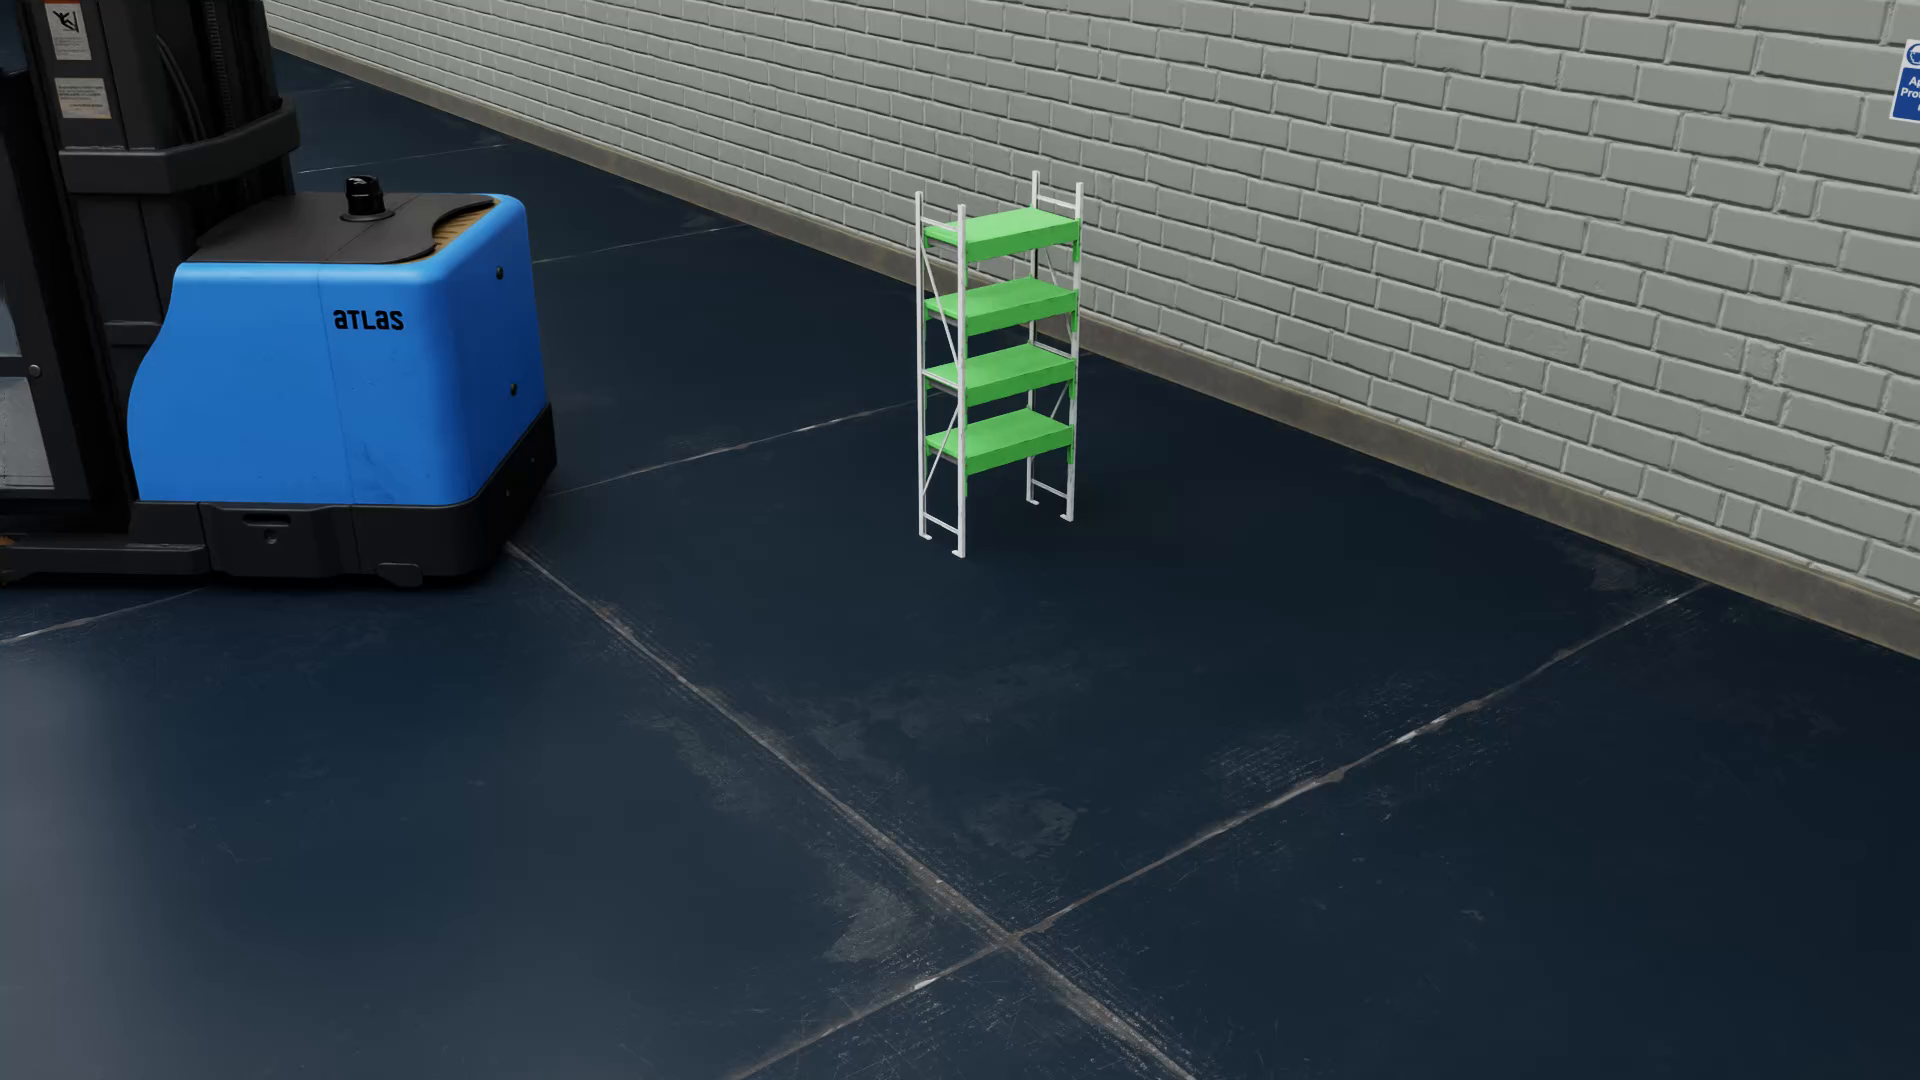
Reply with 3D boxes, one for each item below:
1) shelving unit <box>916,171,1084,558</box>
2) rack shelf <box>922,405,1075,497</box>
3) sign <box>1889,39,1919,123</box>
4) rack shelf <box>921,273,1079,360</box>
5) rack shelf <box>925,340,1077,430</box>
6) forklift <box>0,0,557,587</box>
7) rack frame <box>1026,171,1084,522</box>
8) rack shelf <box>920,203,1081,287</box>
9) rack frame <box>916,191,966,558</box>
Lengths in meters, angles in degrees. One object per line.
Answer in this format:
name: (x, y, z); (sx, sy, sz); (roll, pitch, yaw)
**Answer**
shelving unit: (0.130, -0.587, 5.590); (0.503, 1.200, 0.258); (-18, 31, -34)
rack shelf: (0.130, -0.312, 5.718); (0.480, 0.148, 0.258); (-18, 31, -34)
sign: (2.712, -1.228, 4.513); (0.001, 0.218, 0.327); (-18, 31, -34)
rack shelf: (0.130, -0.747, 5.516); (0.480, 0.148, 0.258); (-18, 31, -34)
rack shelf: (0.130, -0.529, 5.617); (0.480, 0.148, 0.258); (-18, 31, -34)
forklift: (-3.032, -1.396, 5.277); (3.031, 2.935, 1.130); (1, 25, 2)
rack frame: (0.322, -0.651, 5.727); (0.015, 1.200, 0.240); (-18, 31, -34)
rack shelf: (0.130, -0.965, 5.415); (0.480, 0.148, 0.258); (-18, 31, -34)
rack frame: (-0.062, -0.524, 5.453); (0.015, 1.200, 0.240); (-18, 31, -34)
